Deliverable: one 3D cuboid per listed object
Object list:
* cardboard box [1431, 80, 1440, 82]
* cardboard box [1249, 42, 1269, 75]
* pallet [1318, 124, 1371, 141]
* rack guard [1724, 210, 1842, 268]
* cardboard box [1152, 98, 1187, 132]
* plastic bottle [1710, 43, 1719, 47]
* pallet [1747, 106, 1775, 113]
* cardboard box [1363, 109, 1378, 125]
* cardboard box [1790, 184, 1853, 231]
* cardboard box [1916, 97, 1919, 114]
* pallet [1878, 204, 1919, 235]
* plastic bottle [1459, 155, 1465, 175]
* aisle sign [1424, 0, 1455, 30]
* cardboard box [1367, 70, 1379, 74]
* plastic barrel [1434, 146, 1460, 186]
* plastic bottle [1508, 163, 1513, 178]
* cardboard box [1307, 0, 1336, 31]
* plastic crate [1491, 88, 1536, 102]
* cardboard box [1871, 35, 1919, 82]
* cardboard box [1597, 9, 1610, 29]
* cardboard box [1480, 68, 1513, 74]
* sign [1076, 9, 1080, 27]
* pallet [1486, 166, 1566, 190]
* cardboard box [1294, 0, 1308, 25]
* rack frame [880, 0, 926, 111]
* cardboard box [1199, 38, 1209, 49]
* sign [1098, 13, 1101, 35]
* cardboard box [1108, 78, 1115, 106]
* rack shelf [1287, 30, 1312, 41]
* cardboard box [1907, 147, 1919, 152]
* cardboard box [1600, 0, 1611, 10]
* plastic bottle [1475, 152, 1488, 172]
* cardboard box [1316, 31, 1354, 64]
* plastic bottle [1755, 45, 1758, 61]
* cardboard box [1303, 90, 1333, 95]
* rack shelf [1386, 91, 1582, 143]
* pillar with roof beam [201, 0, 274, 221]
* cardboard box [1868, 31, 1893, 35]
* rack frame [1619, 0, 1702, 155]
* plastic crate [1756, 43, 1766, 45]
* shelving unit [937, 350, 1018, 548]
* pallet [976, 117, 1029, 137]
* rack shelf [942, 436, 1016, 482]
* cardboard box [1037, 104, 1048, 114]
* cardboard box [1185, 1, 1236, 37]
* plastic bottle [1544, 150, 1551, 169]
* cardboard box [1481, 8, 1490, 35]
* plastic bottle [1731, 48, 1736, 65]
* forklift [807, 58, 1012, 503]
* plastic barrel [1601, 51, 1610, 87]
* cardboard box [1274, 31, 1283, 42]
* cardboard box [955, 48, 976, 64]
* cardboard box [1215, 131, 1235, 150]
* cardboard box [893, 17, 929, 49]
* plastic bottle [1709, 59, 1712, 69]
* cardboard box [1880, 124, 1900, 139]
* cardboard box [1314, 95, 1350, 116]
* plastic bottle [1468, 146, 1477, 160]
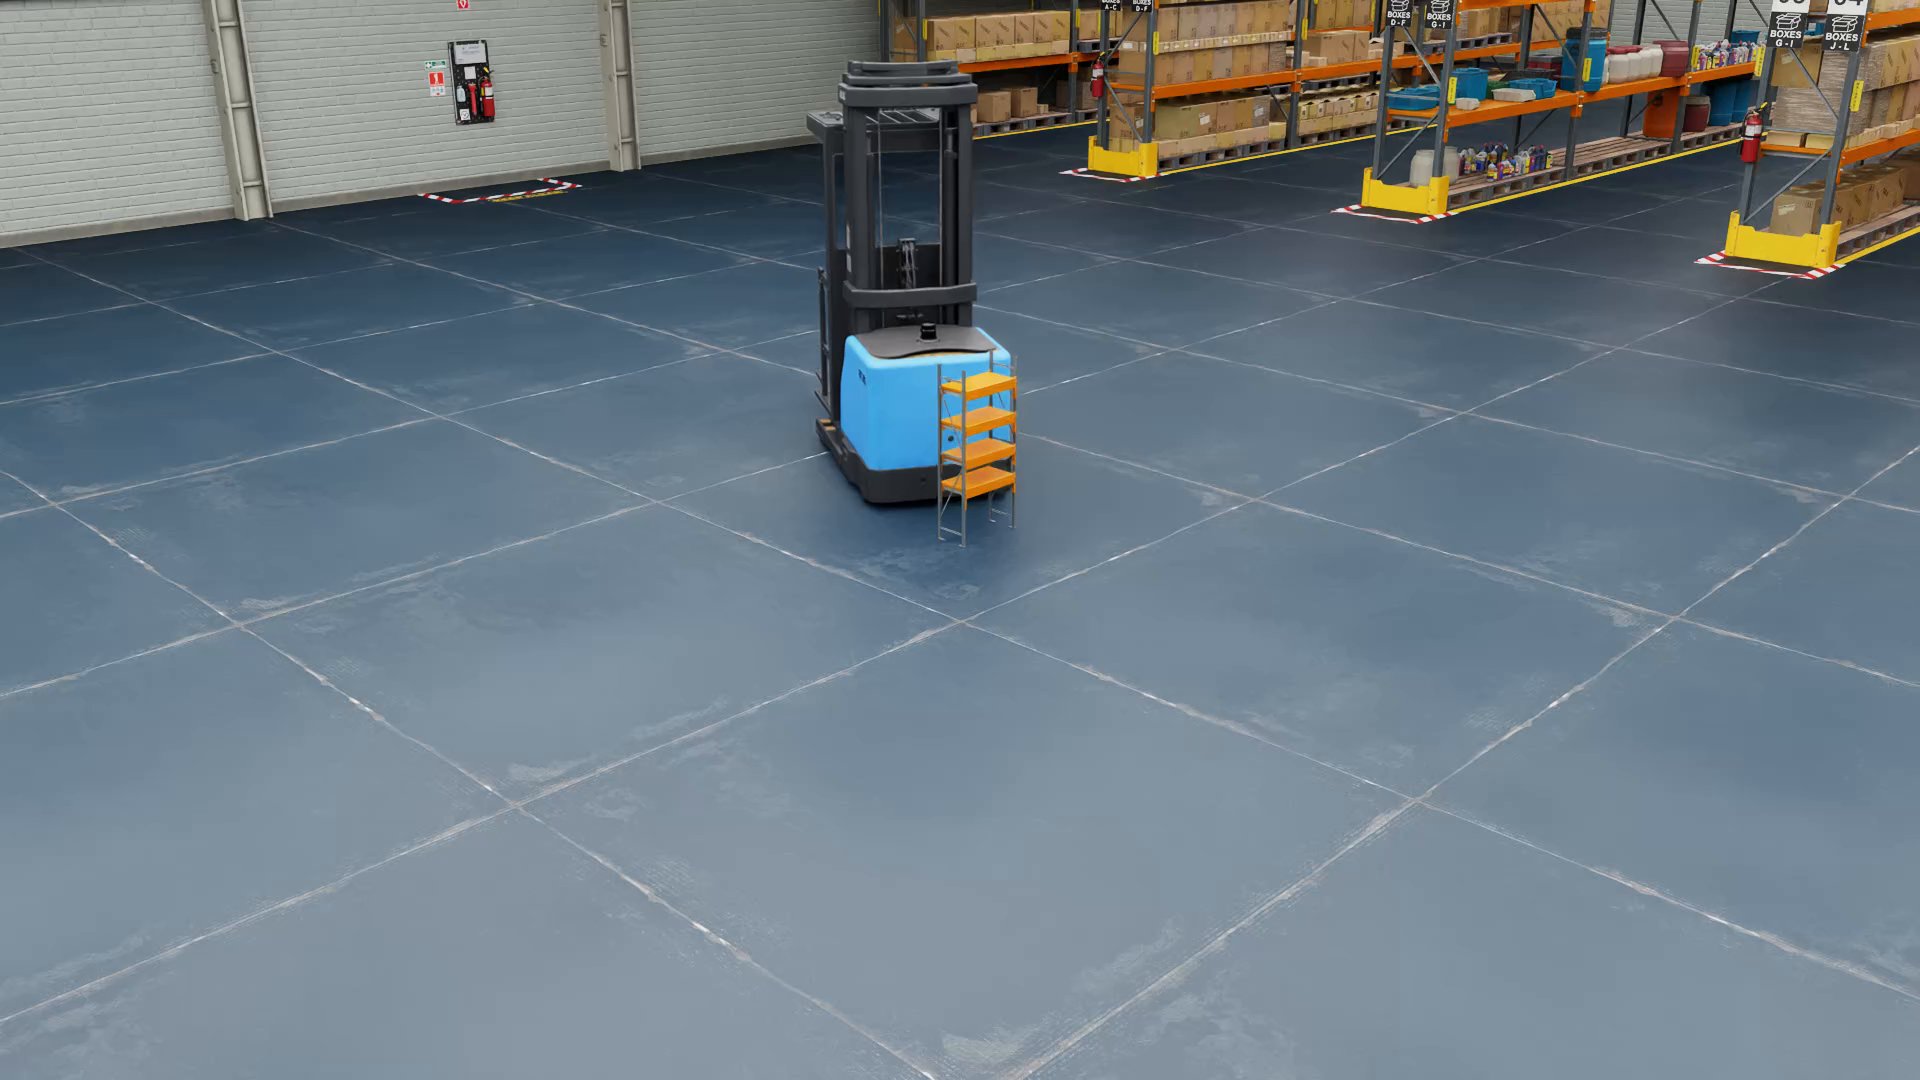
[{"bbox_3d":[9.379,-8.594,32.124,0.500,0.500,0.500,19,28,40],"label":"cardboard box"},{"bbox_3d":[4.683,-8.012,27.599,0.700,0.500,0.500,19,28,40],"label":"cardboard box"},{"bbox_3d":[6.689,-7.431,30.113,1.003,0.211,1.213,19,28,41],"label":"pallet"},{"bbox_3d":[9.709,-3.562,19.646,1.175,0.500,0.348,19,28,41],"label":"rack guard"},{"bbox_3d":[3.409,-6.926,27.114,0.500,0.500,0.500,19,28,41],"label":"cardboard box"},{"bbox_3d":[13.627,-8.858,30.113,0.152,0.276,0.135,19,28,41],"label":"plastic bottle"},{"bbox_3d":[15.815,-8.246,32.235,1.003,0.211,1.213,19,28,41],"label":"pallet"},{"bbox_3d":[7.239,-7.701,30.176,0.500,0.250,0.500,-19,28,-41],"label":"cardboard box"},{"bbox_3d":[10.496,-4.057,20.349,0.500,0.500,0.500,-12,24,-28],"label":"cardboard box"},{"bbox_3d":[11.714,-5.703,21.178,0.875,0.500,0.500,19,28,41],"label":"cardboard box"},{"bbox_3d":[12.003,-4.255,21.850,1.003,0.211,1.213,19,28,41],"label":"pallet"},{"bbox_3d":[7.347,-5.500,24.376,0.061,0.283,0.133,19,28,41],"label":"plastic bottle"},{"bbox_3d":[6.267,-7.071,21.667,0.394,0.787,0.004,19,28,41],"label":"aisle sign"},{"bbox_3d":[9.405,-11.237,39.029,0.700,0.500,0.500,19,28,40],"label":"cardboard box"},{"bbox_3d":[6.861,-5.301,23.568,0.421,0.512,0.421,0,21,0],"label":"plastic barrel"},{"bbox_3d":[7.973,-5.376,24.167,0.097,0.201,0.097,0,21,0],"label":"plastic bottle"},{"bbox_3d":[7.770,-11.789,37.147,0.700,0.700,0.980,-20,28,-41],"label":"cardboard box"},{"bbox_3d":[7.946,-6.374,23.844,0.530,0.136,0.437,19,28,41],"label":"plastic crate"},{"bbox_3d":[11.281,-5.821,20.090,0.500,0.500,0.500,19,28,41],"label":"cardboard box"},{"bbox_3d":[13.605,-11.166,35.806,0.500,0.500,0.500,-19,28,-40],"label":"cardboard box"},{"bbox_3d":[11.126,-9.531,34.561,0.500,0.500,0.500,19,28,41],"label":"cardboard box"},{"bbox_3d":[2.194,-9.727,30.995,0.100,0.325,0.005,19,28,41],"label":"sign"},{"bbox_3d":[8.399,-5.514,25.125,1.003,0.211,1.213,19,28,41],"label":"pallet"},{"bbox_3d":[7.239,-11.527,36.301,0.500,0.500,0.500,19,28,40],"label":"cardboard box"},{"bbox_3d":[-0.991,-8.429,28.823,1.000,3.000,0.127,19,28,41],"label":"rack frame"},{"bbox_3d":[3.708,-7.852,26.279,0.380,0.149,0.250,18,27,39],"label":"cardboard box"},{"bbox_3d":[2.182,-7.980,25.712,0.100,0.325,0.005,19,28,41],"label":"sign"},{"bbox_3d":[2.626,-8.834,32.749,0.700,0.500,0.500,19,28,40],"label":"cardboard box"},{"bbox_3d":[5.985,-10.664,35.640,1.077,0.370,4.000,19,28,41],"label":"rack shelf"},{"bbox_3d":[13.626,-5.191,23.269,0.700,0.500,0.500,16,26,36],"label":"cardboard box"},{"bbox_3d":[13.609,-11.633,35.626,0.500,0.500,0.500,19,28,40],"label":"cardboard box"},{"bbox_3d":[7.733,-5.619,24.697,0.152,0.276,0.135,19,28,41],"label":"plastic bottle"},{"bbox_3d":[6.616,-8.722,29.447,0.500,0.500,0.500,19,28,41],"label":"cardboard box"},{"bbox_3d":[14.180,-8.700,29.701,0.152,0.276,0.135,19,28,41],"label":"plastic bottle"},{"bbox_3d":[6.490,-7.960,30.068,0.500,0.311,0.500,19,28,40],"label":"cardboard box"},{"bbox_3d":[7.503,-6.128,23.839,1.077,0.370,4.000,19,28,41],"label":"rack shelf"},{"bbox_3d":[-6.409,-7.463,17.950,9.100,9.000,0.400,19,28,41],"label":"pillar with roof beam"},{"bbox_3d":[11.253,-6.081,20.766,0.500,0.500,0.500,19,28,41],"label":"cardboard box"},{"bbox_3d":[11.688,-8.006,27.722,1.000,3.000,0.127,19,28,41],"label":"rack frame"},{"bbox_3d":[15.067,-9.288,31.359,0.437,0.125,0.590,19,28,41],"label":"plastic crate"},{"bbox_3d":[0.115,-0.603,10.970,0.258,1.200,0.503,19,28,41],"label":"shelving unit"},{"bbox_3d":[0.505,-7.659,30.706,1.003,0.211,1.213,19,28,41],"label":"pallet"},{"bbox_3d":[0.115,-0.540,10.994,0.258,0.148,0.480,19,28,41],"label":"rack shelf"},{"bbox_3d":[1.448,-8.195,31.550,0.380,0.166,0.250,15,26,34],"label":"cardboard box"},{"bbox_3d":[3.996,-8.368,26.717,0.700,0.500,0.500,19,28,41],"label":"cardboard box"},{"bbox_3d":[8.798,-5.709,24.919,0.133,0.283,0.061,-18,28,-39],"label":"plastic bottle"},{"bbox_3d":[10.007,-10.259,32.860,0.500,0.500,0.700,-15,26,-34],"label":"cardboard box"},{"bbox_3d":[13.444,-8.409,28.933,0.061,0.283,0.133,19,28,41],"label":"plastic bottle"},{"bbox_3d":[-0.509,-2.120,12.504,1.130,2.935,3.031,-6,22,-14],"label":"forklift"},{"bbox_3d":[9.722,-7.232,25.520,0.433,0.535,0.433,0,21,0],"label":"plastic barrel"},{"bbox_3d":[5.141,-8.381,27.655,0.380,0.149,0.250,19,28,40],"label":"cardboard box"},{"bbox_3d":[-0.071,-8.551,29.323,0.500,0.250,0.500,18,28,39],"label":"cardboard box"},{"bbox_3d":[4.142,-6.570,27.234,0.500,0.250,0.500,19,28,41],"label":"cardboard box"},{"bbox_3d":[-0.814,-8.893,29.166,0.500,0.500,0.500,19,28,40],"label":"cardboard box"},{"bbox_3d":[12.738,-8.119,28.295,0.097,0.201,0.097,0,21,0],"label":"plastic bottle"},{"bbox_3d":[11.142,-4.967,20.167,0.380,0.149,0.250,19,28,41],"label":"cardboard box"},{"bbox_3d":[6.531,-7.697,29.385,0.500,0.311,0.500,18,27,39],"label":"cardboard box"},{"bbox_3d":[7.609,-5.685,24.763,0.144,0.351,0.185,19,28,40],"label":"plastic bottle"}]
